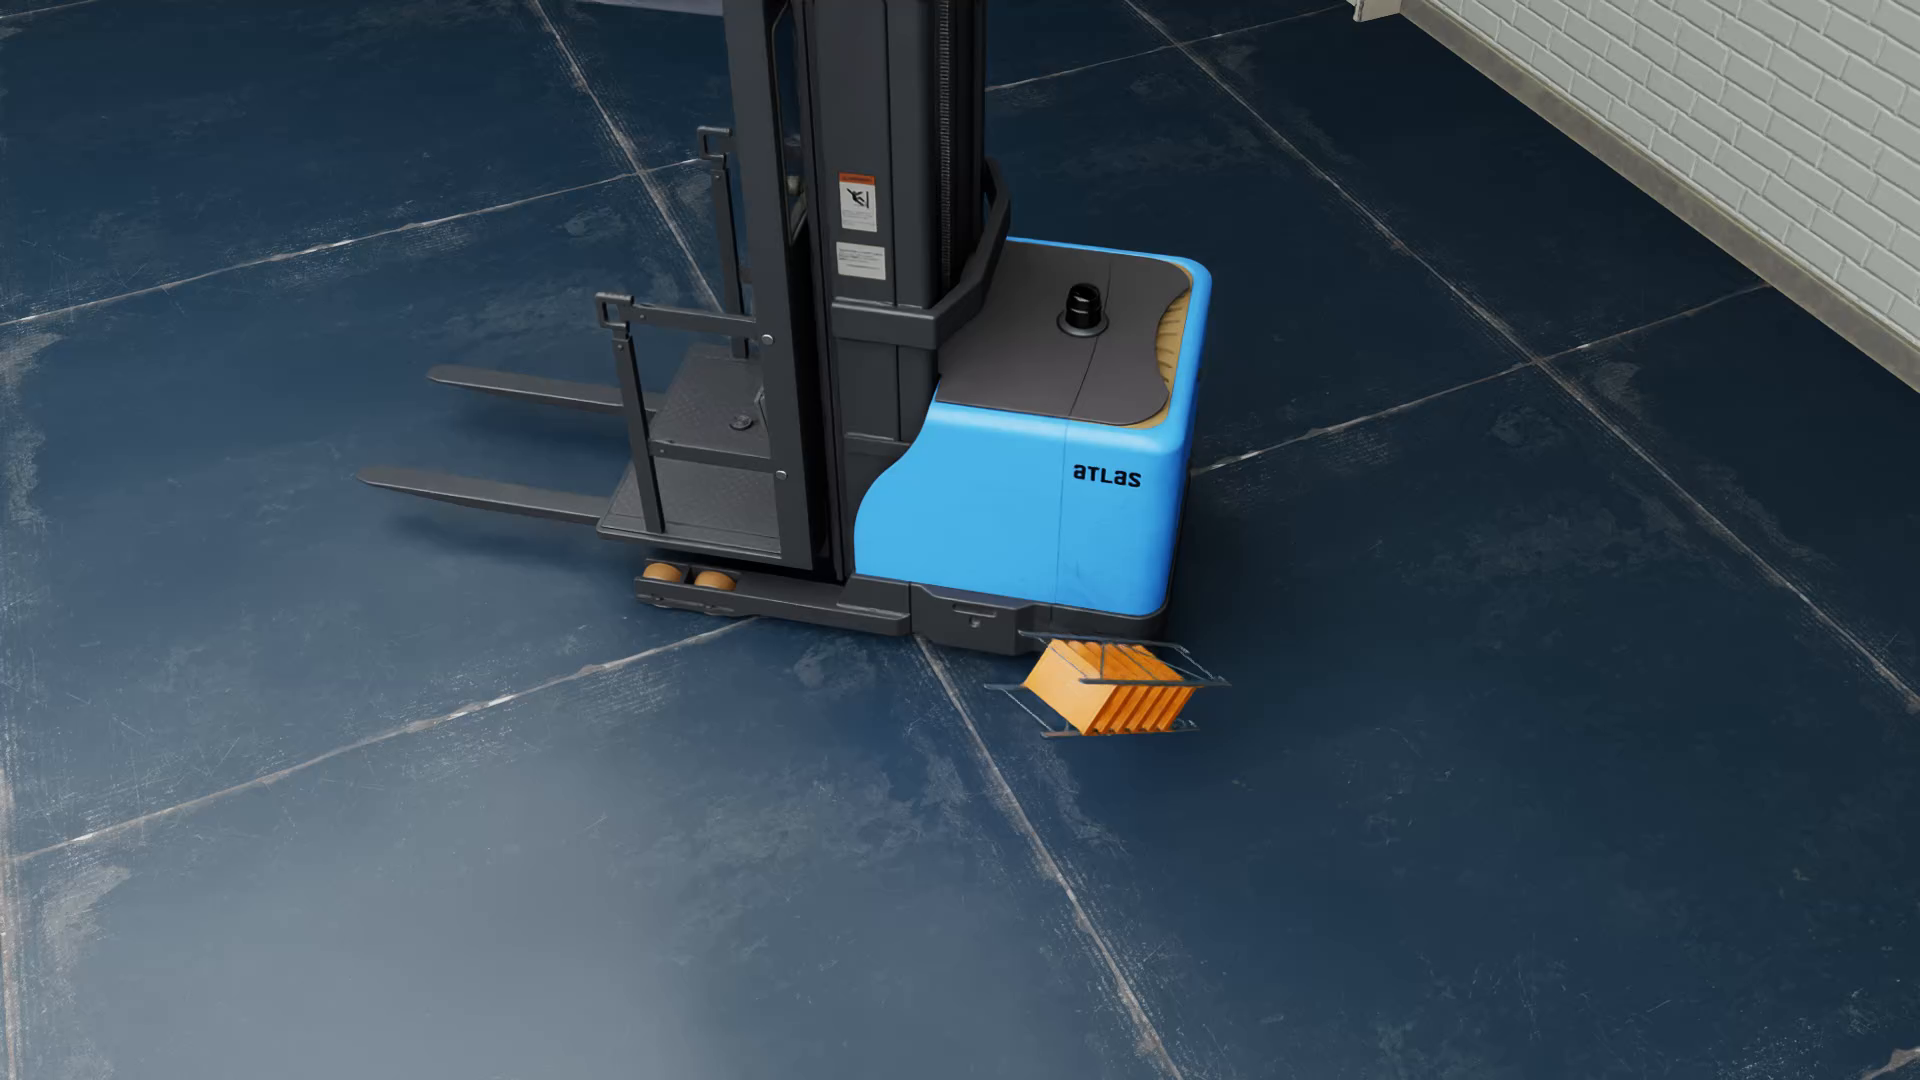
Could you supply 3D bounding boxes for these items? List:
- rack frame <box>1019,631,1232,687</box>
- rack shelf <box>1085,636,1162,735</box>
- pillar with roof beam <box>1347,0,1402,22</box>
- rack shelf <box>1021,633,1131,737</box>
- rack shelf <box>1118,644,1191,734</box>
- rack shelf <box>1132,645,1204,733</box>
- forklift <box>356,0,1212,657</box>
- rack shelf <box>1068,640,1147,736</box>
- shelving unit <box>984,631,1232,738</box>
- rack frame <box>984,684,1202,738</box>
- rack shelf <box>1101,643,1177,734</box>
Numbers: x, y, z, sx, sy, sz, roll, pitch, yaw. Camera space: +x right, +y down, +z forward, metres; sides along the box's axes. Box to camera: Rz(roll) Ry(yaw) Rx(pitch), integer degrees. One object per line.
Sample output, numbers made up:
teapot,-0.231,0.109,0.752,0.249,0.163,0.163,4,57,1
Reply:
rack frame,0.536,0.371,5.083,0.240,0.006,1.200,39,14,26
rack shelf,0.452,0.440,5.037,0.258,0.180,0.103,39,14,26
pillar with roof beam,-1.663,-4.945,4.854,9.100,9.000,0.400,-18,47,-17
rack shelf,0.336,0.420,4.827,0.258,0.180,0.103,39,14,26
rack shelf,0.567,0.460,5.246,0.258,0.180,0.103,39,14,26
rack shelf,0.625,0.470,5.351,0.258,0.180,0.103,39,14,26
forklift,-0.694,-1.125,5.303,3.031,2.935,1.130,8,45,8
rack shelf,0.394,0.430,4.932,0.258,0.180,0.103,39,14,26
shelving unit,0.488,0.446,5.102,0.258,0.189,1.200,39,14,26
rack frame,0.440,0.521,5.122,0.240,0.006,1.200,39,14,26
rack shelf,0.509,0.450,5.141,0.258,0.180,0.103,39,14,26
